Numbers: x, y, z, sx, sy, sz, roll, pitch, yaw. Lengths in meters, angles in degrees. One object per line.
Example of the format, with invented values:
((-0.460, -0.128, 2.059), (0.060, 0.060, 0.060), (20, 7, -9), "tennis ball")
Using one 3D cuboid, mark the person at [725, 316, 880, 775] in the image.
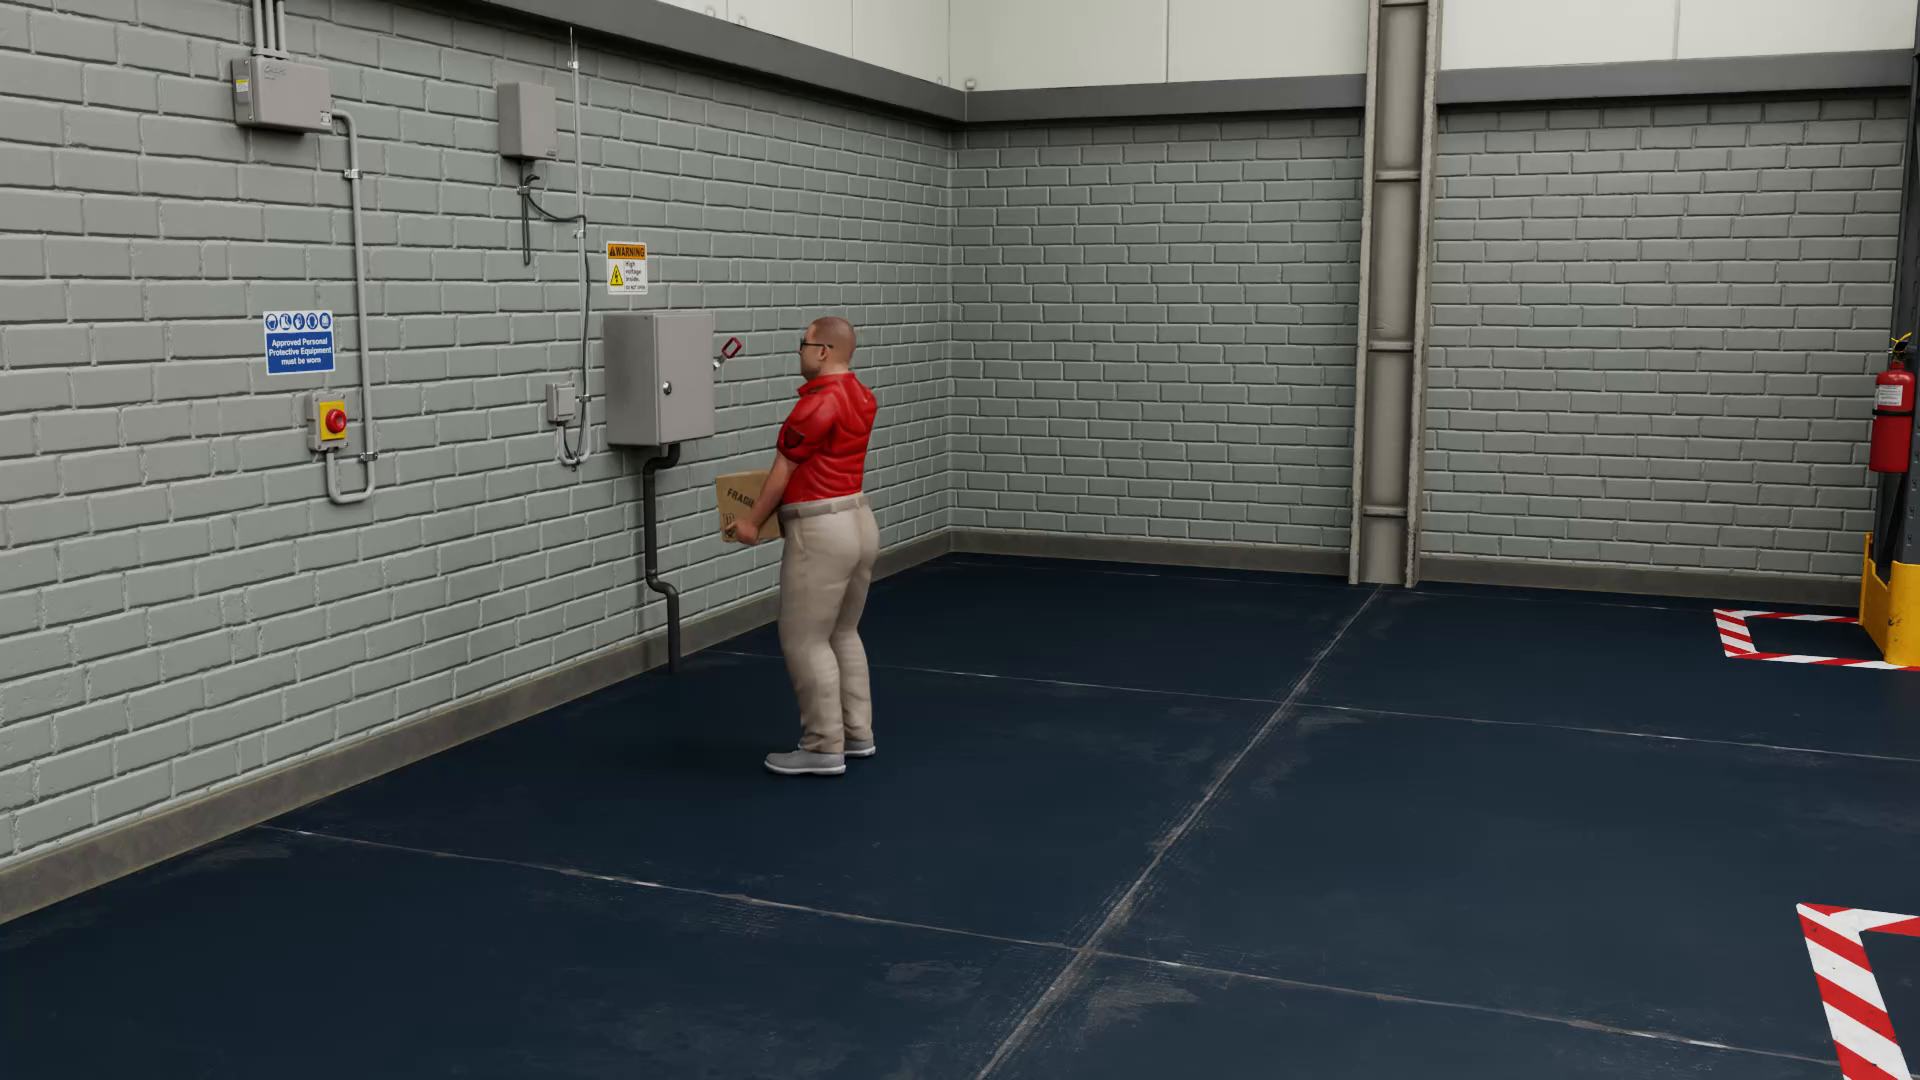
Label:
((-0.602, 0.016, 6.337), (0.540, 1.722, 0.490), (3, 9, 21), "person")
